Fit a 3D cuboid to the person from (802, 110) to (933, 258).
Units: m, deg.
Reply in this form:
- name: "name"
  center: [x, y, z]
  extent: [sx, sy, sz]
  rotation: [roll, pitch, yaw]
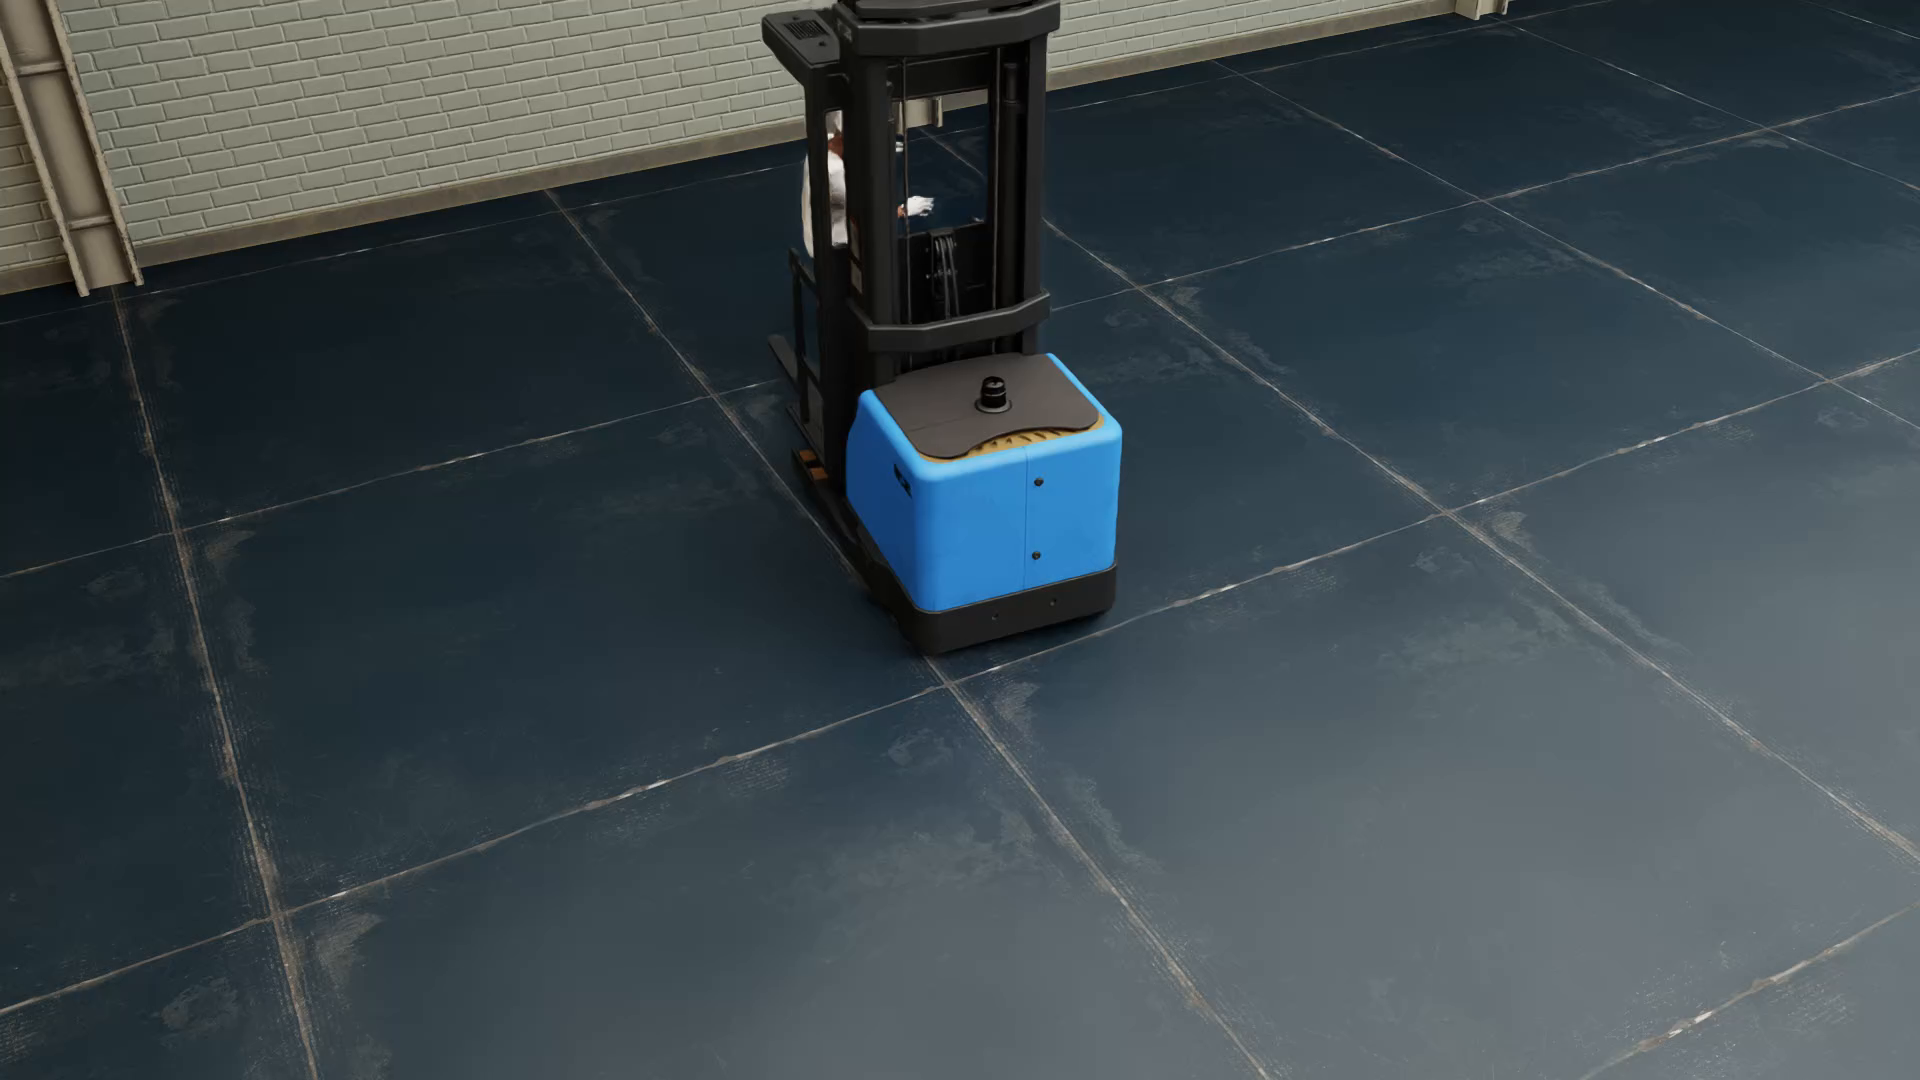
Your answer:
- name: "person"
  center: [-0.557, -1.901, 10.003]
  extent: [0.775, 1.526, 1.066]
  rotation: [-3, 35, -4]

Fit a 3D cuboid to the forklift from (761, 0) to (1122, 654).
- name: "forklift"
  center: [-0.274, -1.510, 8.259]
  extent: [1.130, 2.935, 3.031]
  rotation: [-13, 37, -18]
